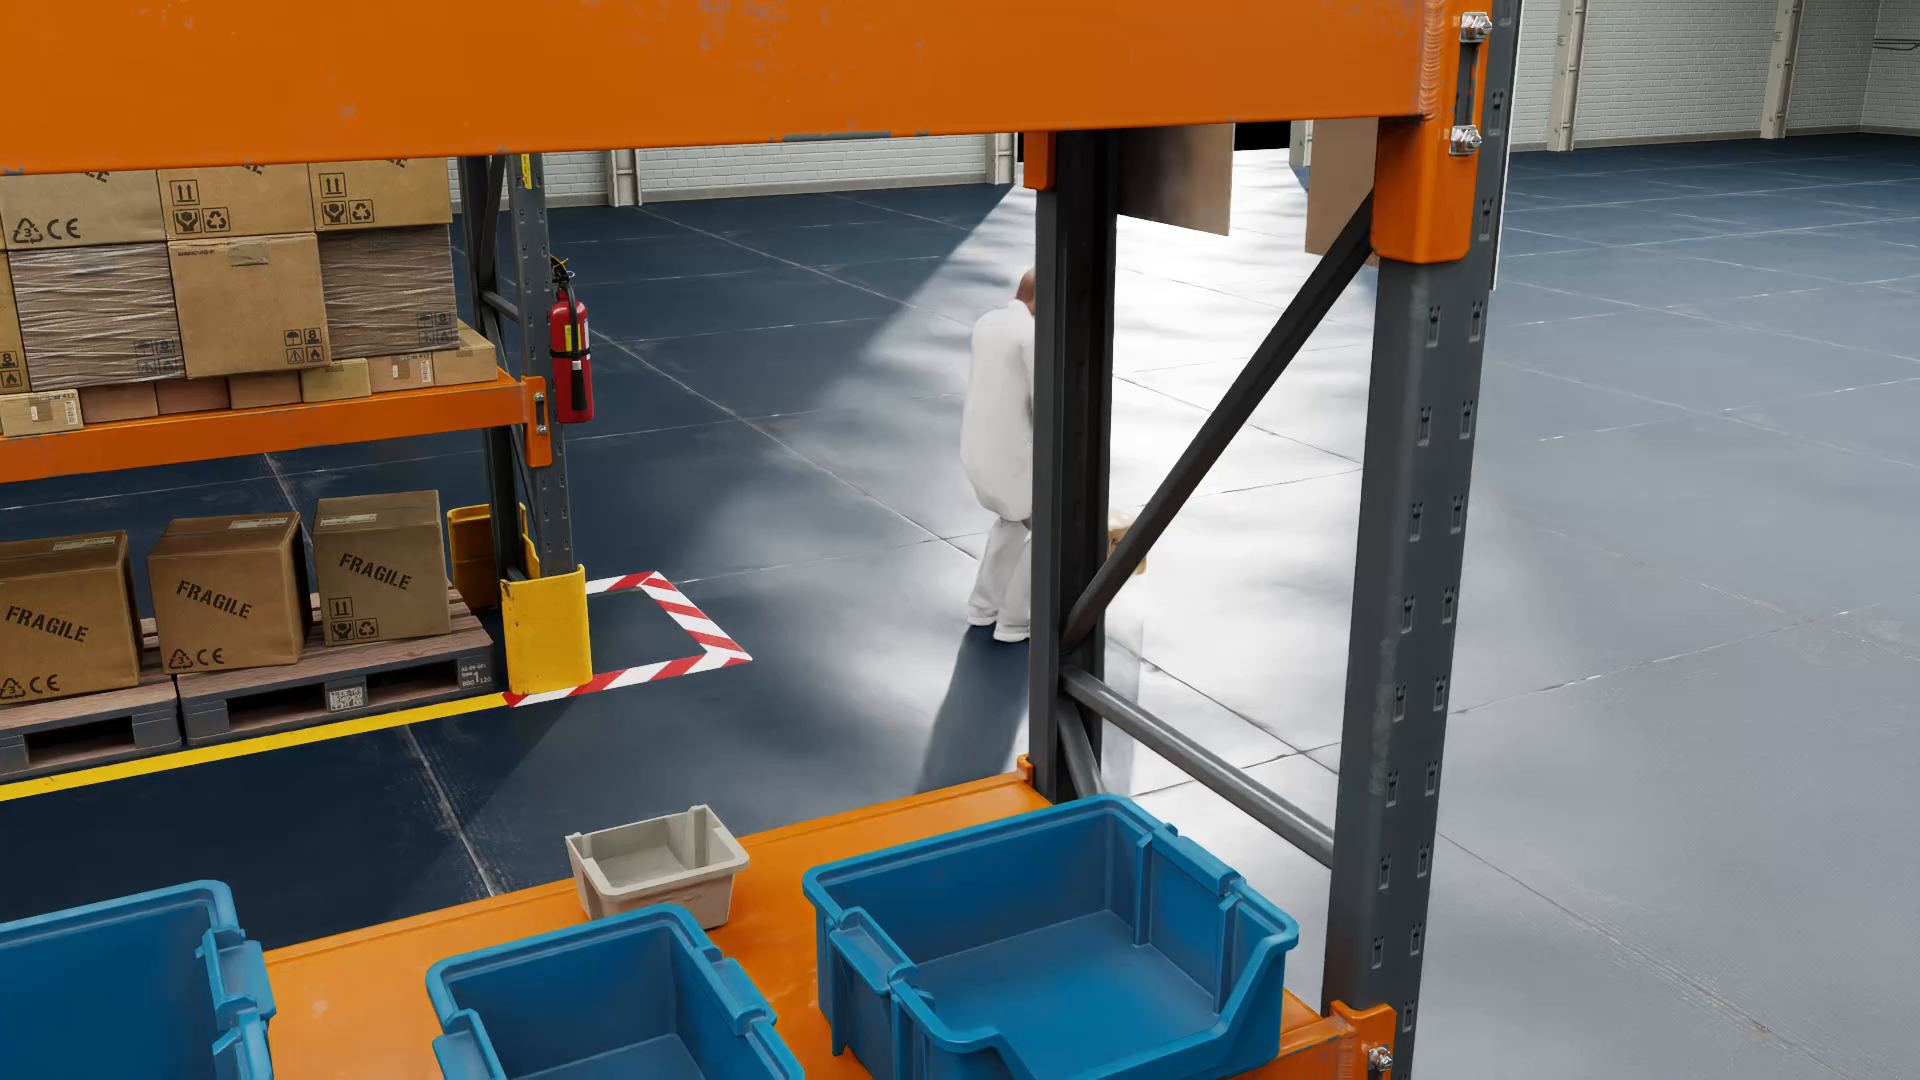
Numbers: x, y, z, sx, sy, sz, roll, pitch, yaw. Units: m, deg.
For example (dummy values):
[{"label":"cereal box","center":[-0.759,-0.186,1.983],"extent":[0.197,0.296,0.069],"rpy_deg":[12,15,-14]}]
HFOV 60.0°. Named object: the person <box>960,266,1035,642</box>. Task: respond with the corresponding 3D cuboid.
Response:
[{"label":"person","center":[0.242,-0.388,7.466],"extent":[0.496,1.662,0.607],"rpy_deg":[-9,20,-26]}]
